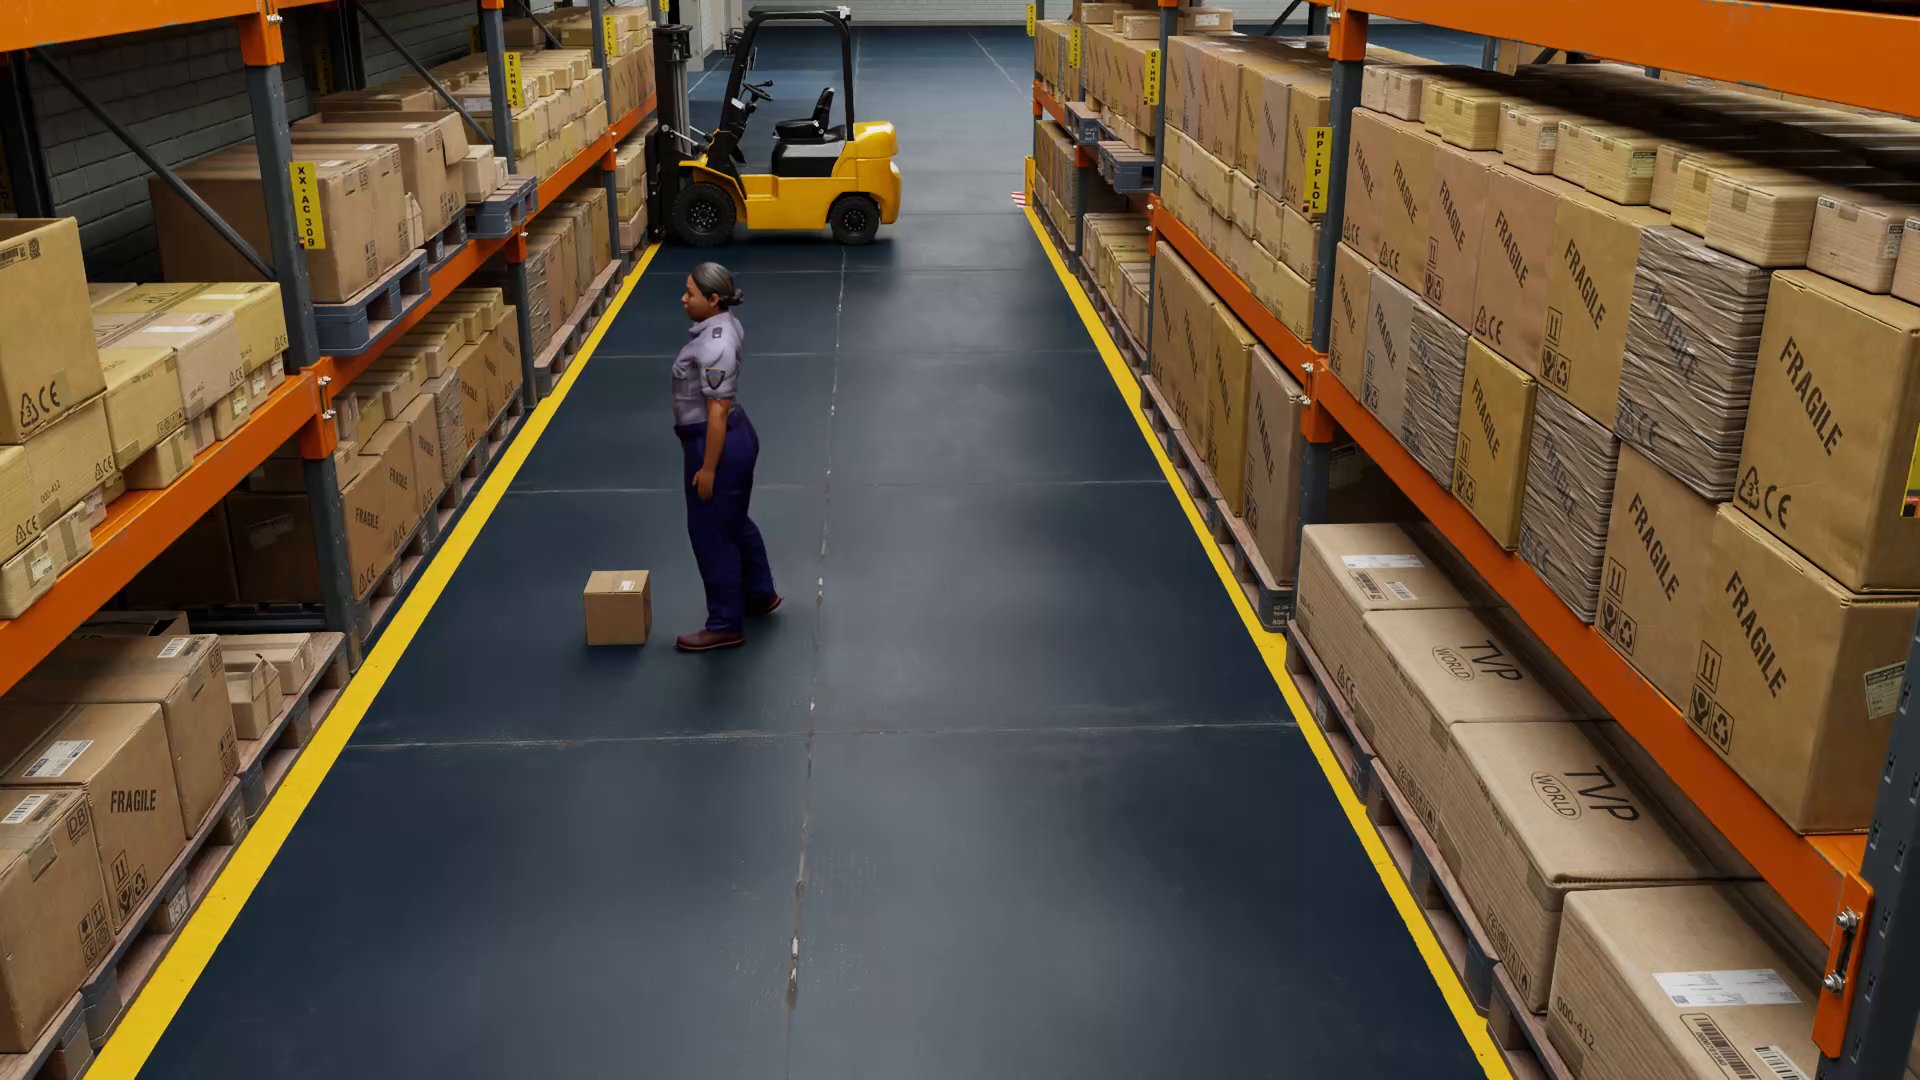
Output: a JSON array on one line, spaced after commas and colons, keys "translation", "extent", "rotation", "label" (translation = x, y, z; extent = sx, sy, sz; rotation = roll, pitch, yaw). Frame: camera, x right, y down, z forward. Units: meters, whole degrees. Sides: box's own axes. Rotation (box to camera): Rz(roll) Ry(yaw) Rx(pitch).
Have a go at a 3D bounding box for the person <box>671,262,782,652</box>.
[{"translation": [-1.018, -0.343, 7.104], "extent": [0.440, 1.716, 0.579], "rotation": [-1, 21, -2], "label": "person"}]
